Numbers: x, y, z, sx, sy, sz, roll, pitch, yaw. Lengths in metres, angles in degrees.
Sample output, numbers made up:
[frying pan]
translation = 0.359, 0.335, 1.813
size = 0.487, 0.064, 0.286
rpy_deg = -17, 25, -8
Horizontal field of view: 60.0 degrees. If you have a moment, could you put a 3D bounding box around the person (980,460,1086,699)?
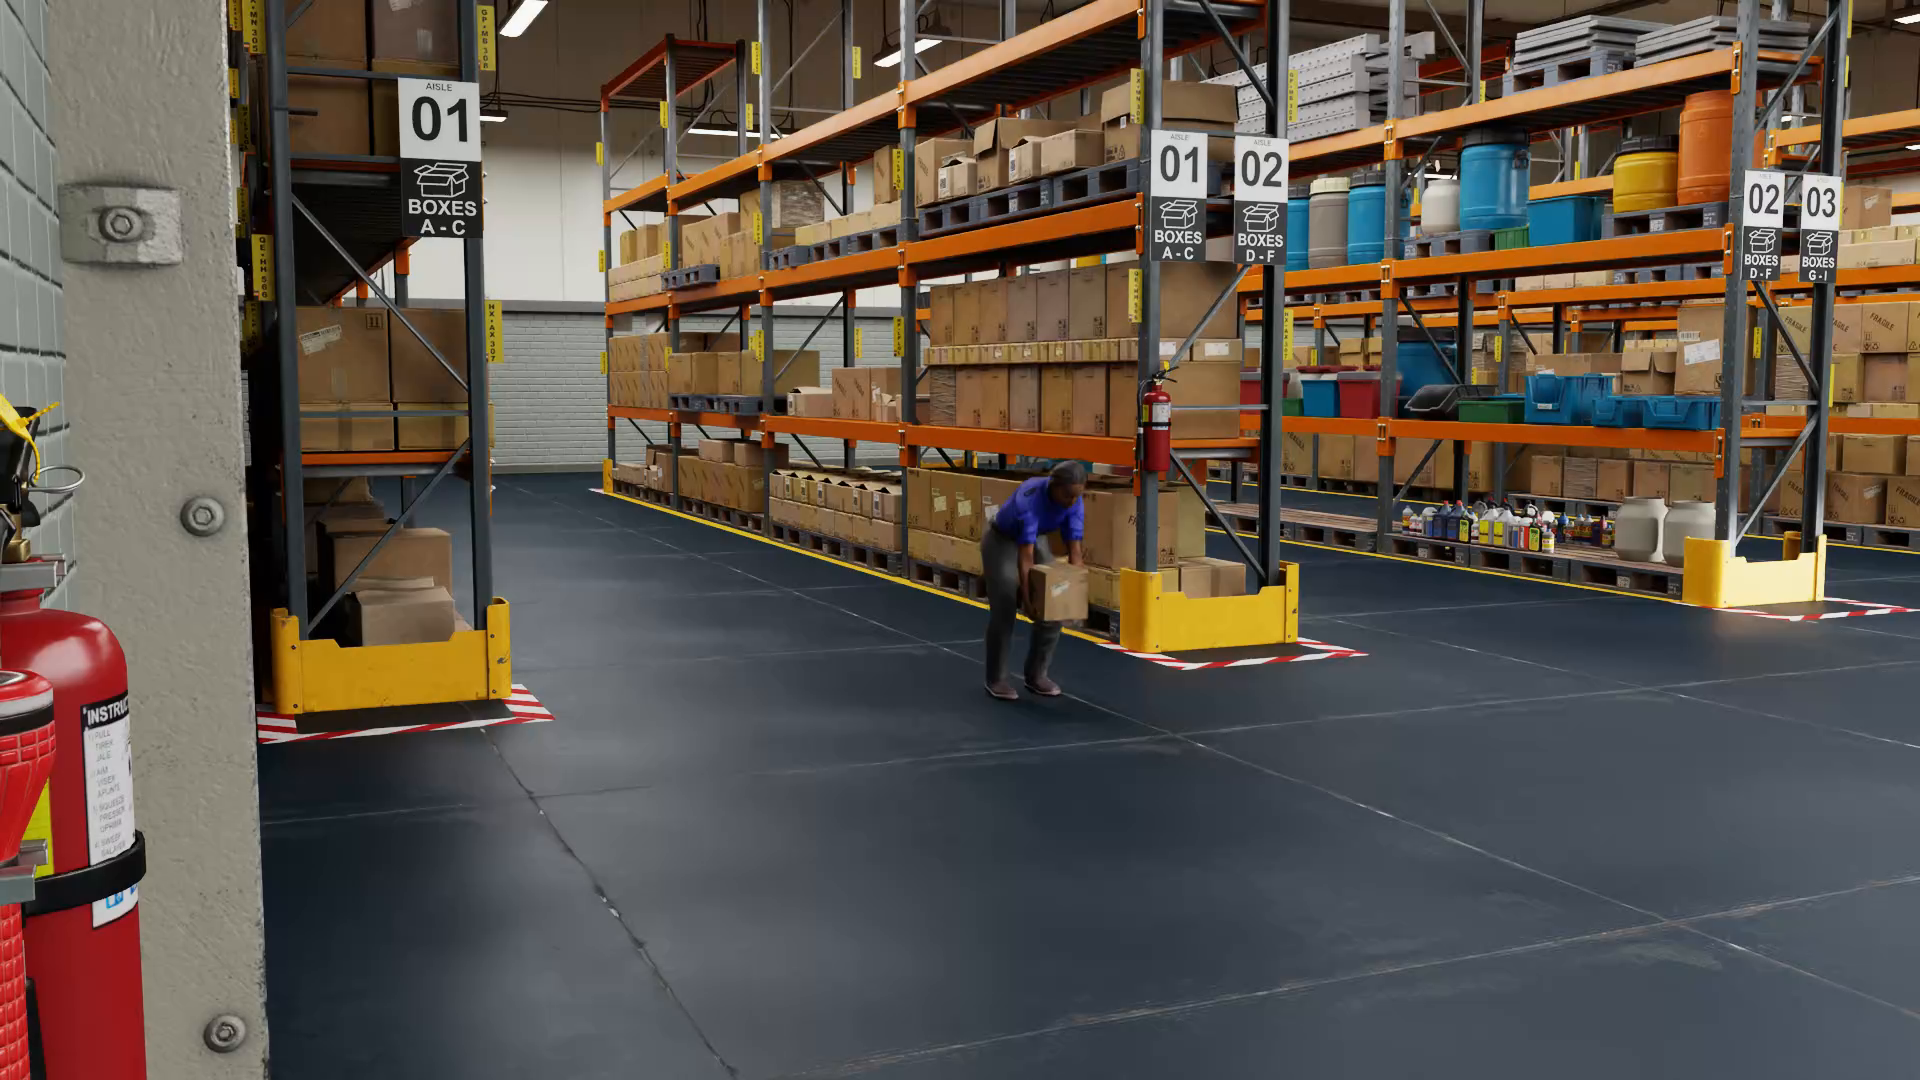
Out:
[person]
translation = 0.407, 0.210, 8.731
size = 0.420, 1.283, 0.803
rpy_deg = -3, 6, -26
